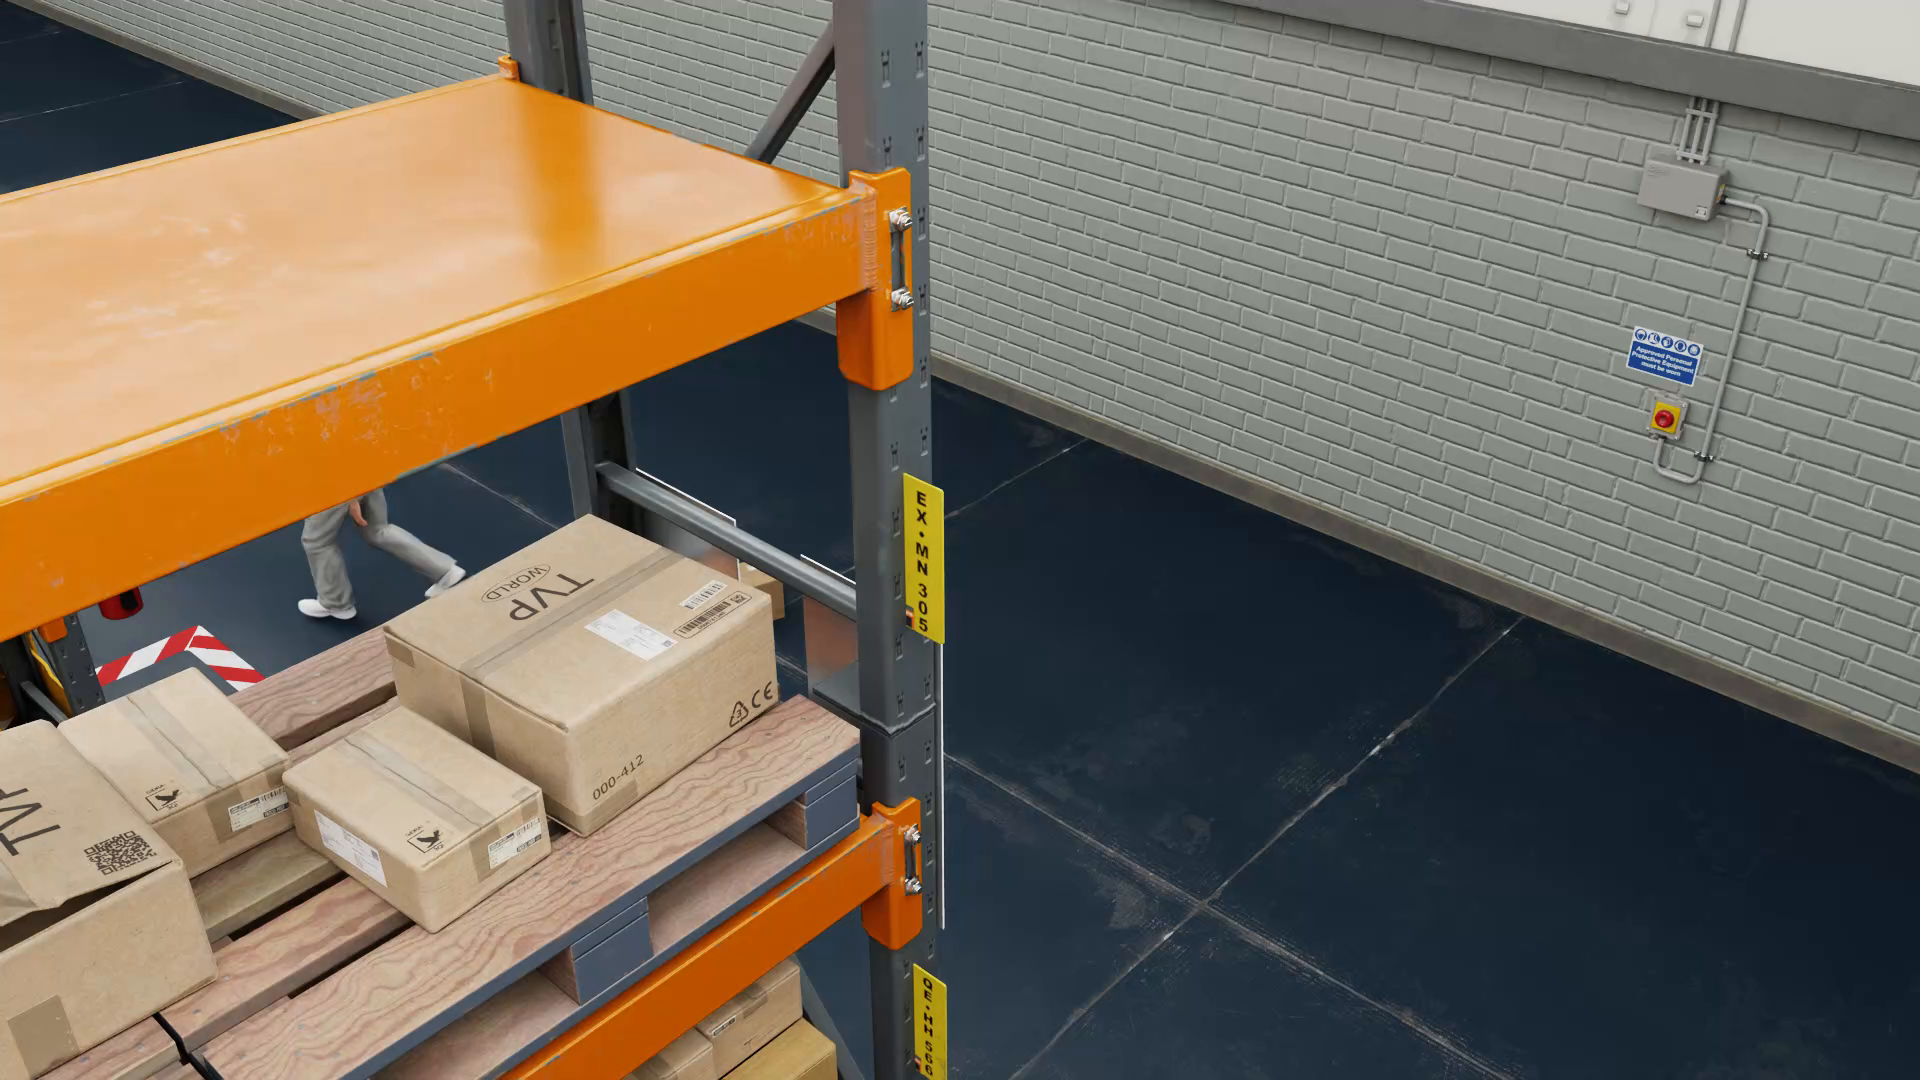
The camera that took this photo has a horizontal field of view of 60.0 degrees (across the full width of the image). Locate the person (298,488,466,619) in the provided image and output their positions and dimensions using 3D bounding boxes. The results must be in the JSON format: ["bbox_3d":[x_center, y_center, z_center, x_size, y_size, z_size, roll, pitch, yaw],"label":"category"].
[{"bbox_3d":[-3.074,-0.304,8.478,0.906,1.628,0.446,4,32,6],"label":"person"}]
